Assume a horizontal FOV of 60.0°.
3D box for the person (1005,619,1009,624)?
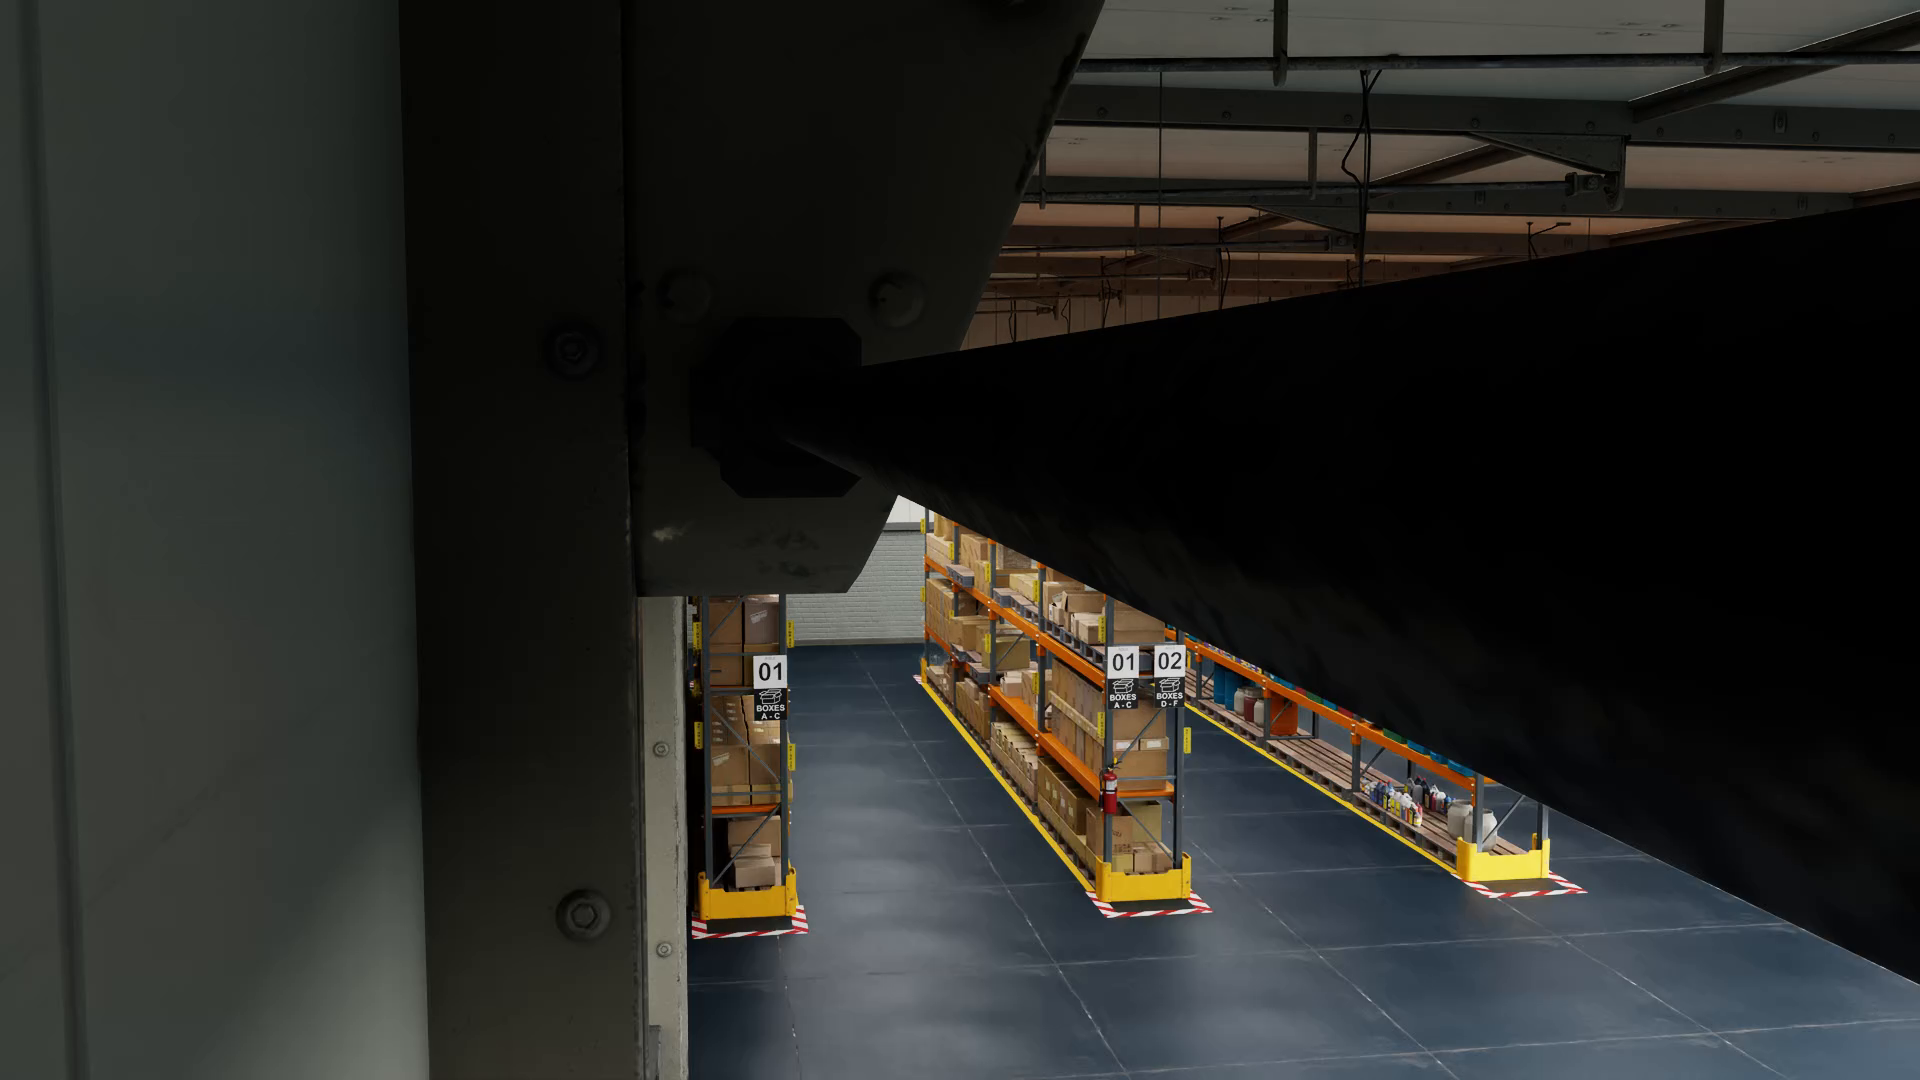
[{"bbox_3d":[0.946,1.994,37.216,0.888,1.651,0.624,3,6,33],"label":"person"}]
